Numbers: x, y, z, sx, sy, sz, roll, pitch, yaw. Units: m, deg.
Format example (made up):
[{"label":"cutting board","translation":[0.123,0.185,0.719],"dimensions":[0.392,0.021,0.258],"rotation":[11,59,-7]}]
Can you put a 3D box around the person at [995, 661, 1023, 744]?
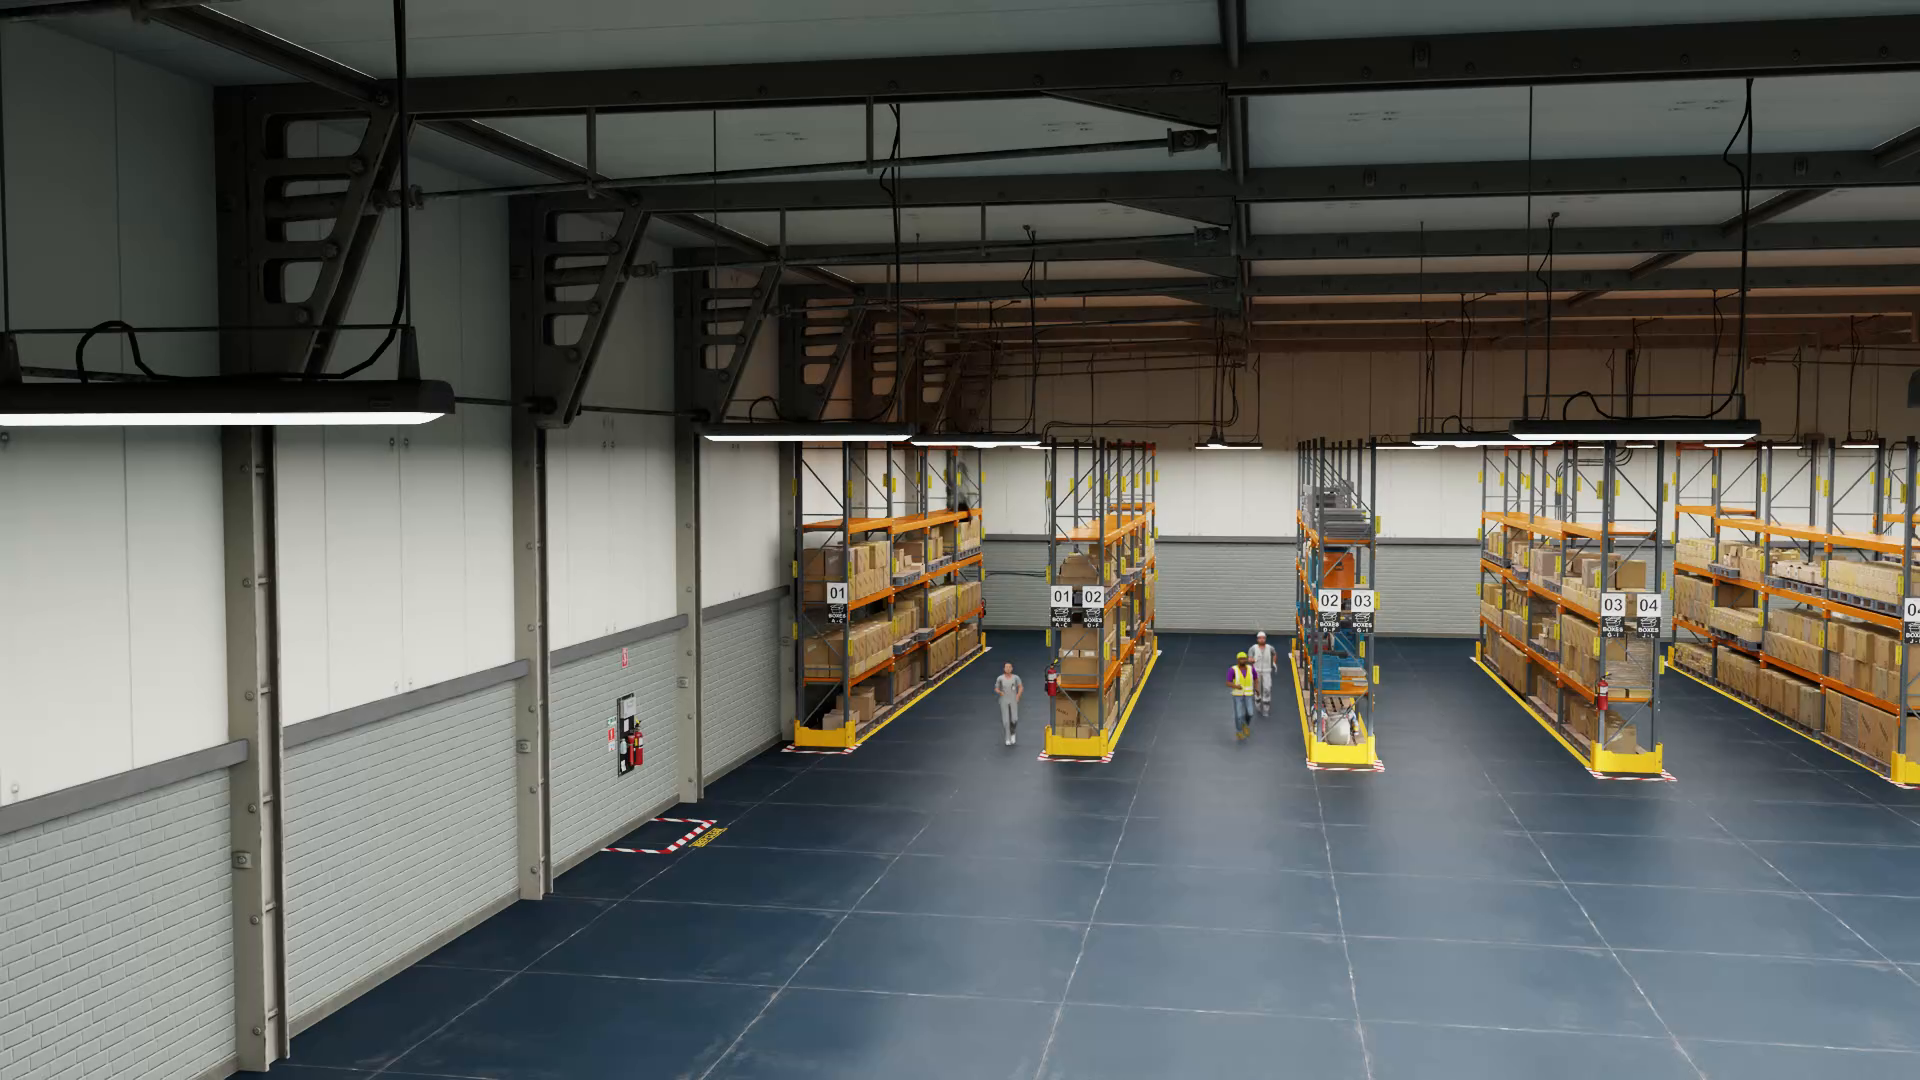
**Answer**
[{"label":"person","translation":[0.943,3.192,32.354],"dimensions":[0.533,1.607,0.548],"rotation":[0,3,0]}]

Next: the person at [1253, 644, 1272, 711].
[{"label":"person","translation":[6.562,2.966,36.134],"dimensions":[0.417,1.419,0.681],"rotation":[1,3,9]}]

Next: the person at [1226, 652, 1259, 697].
[{"label":"person","translation":[5.641,2.684,33.065],"dimensions":[0.684,0.906,0.626],"rotation":[0,3,-1]}]

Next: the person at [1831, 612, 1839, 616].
[{"label":"person","translation":[23.947,2.545,45.208],"dimensions":[0.915,1.641,0.464],"rotation":[1,3,21]}]
